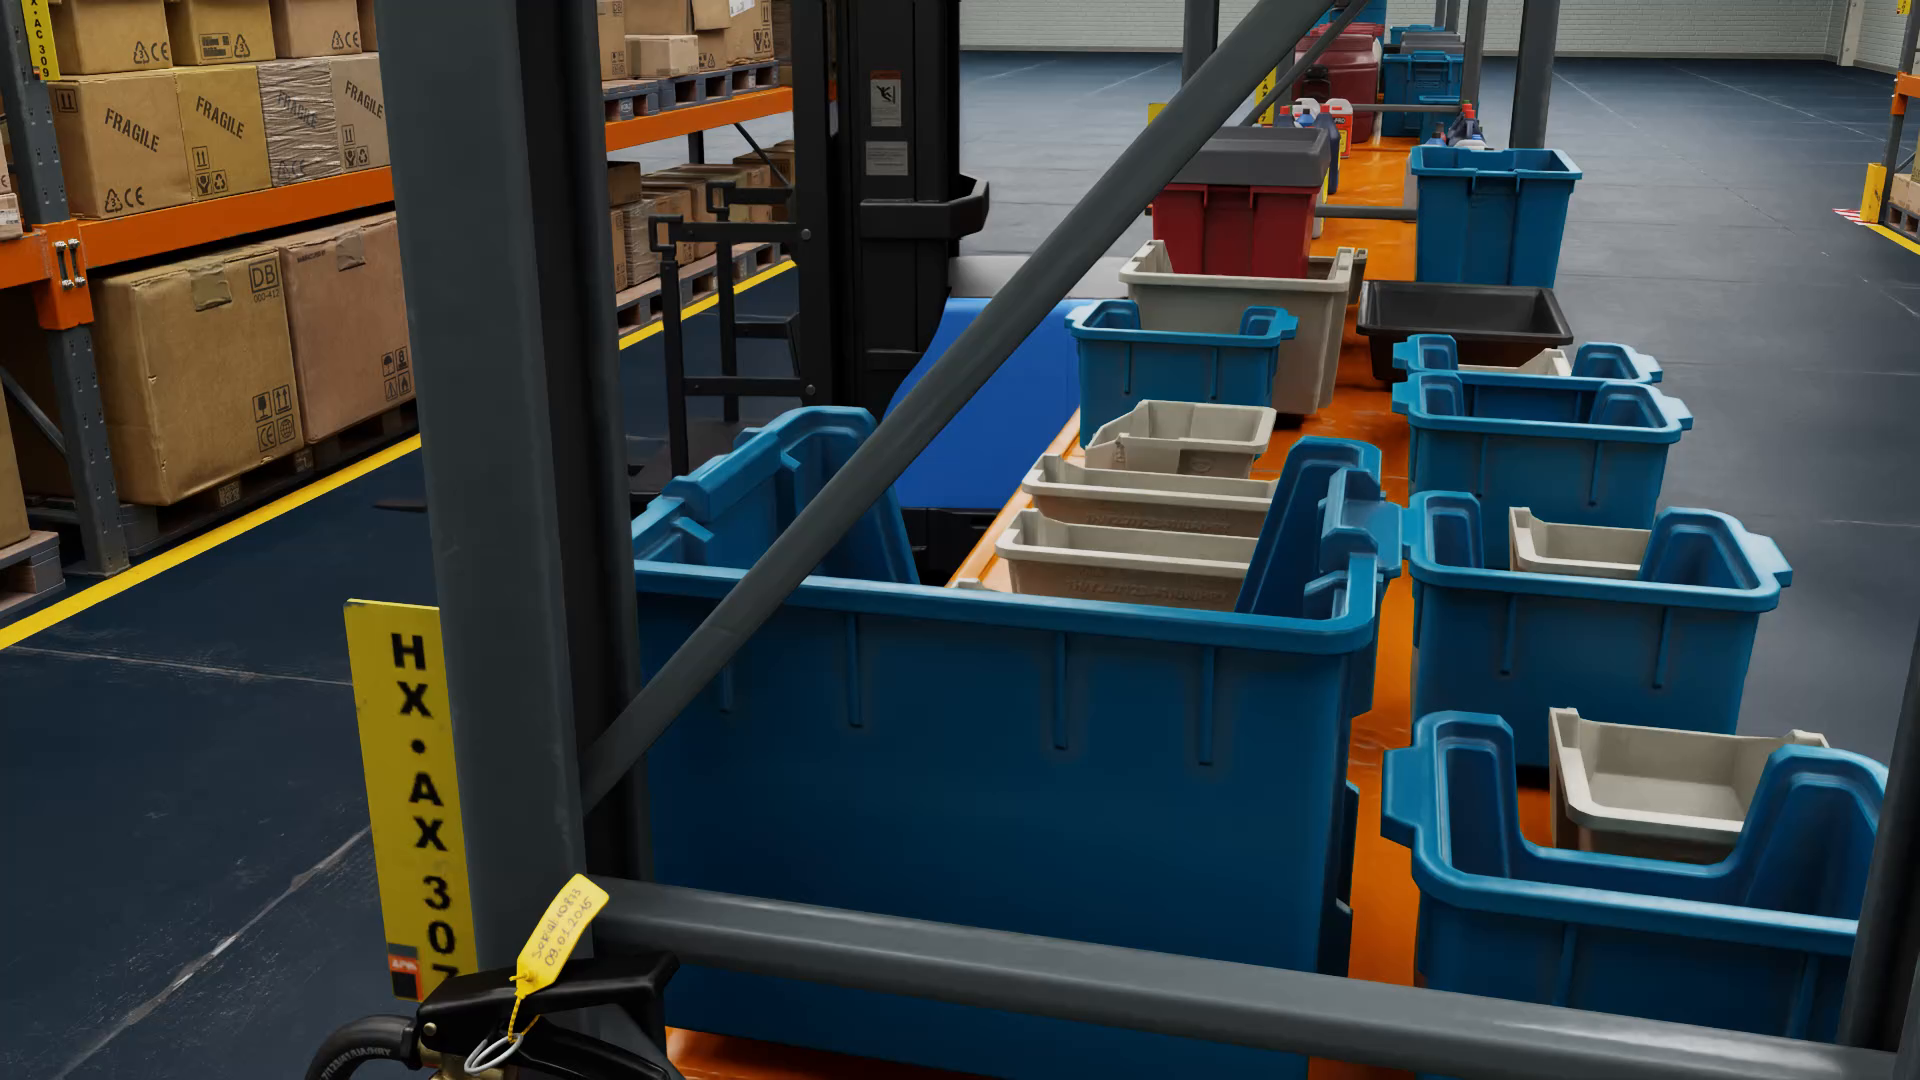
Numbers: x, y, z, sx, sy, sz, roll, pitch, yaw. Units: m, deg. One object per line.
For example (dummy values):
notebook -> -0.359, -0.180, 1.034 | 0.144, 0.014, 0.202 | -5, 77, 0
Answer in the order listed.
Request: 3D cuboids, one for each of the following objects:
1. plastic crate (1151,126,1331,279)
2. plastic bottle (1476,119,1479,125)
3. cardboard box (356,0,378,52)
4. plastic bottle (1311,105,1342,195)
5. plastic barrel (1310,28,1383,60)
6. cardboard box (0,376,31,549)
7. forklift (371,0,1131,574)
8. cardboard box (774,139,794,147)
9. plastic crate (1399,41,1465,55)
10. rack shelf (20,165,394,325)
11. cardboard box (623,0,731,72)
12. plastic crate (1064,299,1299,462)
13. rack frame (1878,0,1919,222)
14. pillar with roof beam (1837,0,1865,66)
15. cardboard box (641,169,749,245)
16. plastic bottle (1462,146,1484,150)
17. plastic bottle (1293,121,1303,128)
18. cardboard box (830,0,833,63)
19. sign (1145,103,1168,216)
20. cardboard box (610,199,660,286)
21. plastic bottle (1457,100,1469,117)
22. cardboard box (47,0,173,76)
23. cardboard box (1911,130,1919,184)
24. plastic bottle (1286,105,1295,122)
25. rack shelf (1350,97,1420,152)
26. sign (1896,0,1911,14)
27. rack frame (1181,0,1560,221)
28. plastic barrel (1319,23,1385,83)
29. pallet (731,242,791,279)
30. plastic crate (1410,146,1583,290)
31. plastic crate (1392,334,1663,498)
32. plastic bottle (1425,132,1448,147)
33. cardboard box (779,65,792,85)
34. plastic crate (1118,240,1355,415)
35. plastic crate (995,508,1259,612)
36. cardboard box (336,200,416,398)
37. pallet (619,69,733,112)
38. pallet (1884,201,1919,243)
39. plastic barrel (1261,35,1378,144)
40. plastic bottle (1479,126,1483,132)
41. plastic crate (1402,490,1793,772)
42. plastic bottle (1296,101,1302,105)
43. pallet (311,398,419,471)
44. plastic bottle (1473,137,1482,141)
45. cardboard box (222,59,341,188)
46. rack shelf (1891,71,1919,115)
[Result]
plastic crate -> 0.669, -0.737, 4.013 | 0.402, 0.464, 0.583 | 5, 19, 13
plastic bottle -> 2.143, -1.618, 6.965 | 0.061, 0.283, 0.133 | 5, 19, 13
cardboard box -> -3.051, -2.673, 8.167 | 0.797, 0.503, 0.637 | 5, 20, 15
plastic bottle -> 1.487, -1.604, 6.821 | 0.144, 0.351, 0.185 | 5, 19, 13
plastic barrel -> 2.354, -2.862, 10.216 | 0.433, 0.535, 0.433 | 0, 19, 0
cardboard box -> -3.911, -0.322, 5.628 | 0.875, 0.875, 0.875 | 5, 19, 13
forklift -> -0.732, -1.387, 6.215 | 3.031, 2.935, 1.130 | 1, 19, 3
cardboard box -> -1.373, -3.356, 15.090 | 0.500, 0.500, 0.500 | 3, 19, 9
plastic crate -> 2.799, -2.705, 9.867 | 0.402, 0.464, 0.583 | 5, 19, 13
rack shelf -> -3.184, -1.616, 7.891 | 1.077, 0.370, 4.000 | 5, 19, 13
cardboard box -> -2.052, -3.534, 11.584 | 0.797, 0.503, 0.637 | 7, 20, 19
plastic crate -> 0.406, -0.298, 3.085 | 0.416, 0.233, 0.300 | 5, 19, 13
rack frame -> 8.865, -4.307, 14.657 | 1.000, 3.000, 0.127 | 5, 19, 13
pillar with roof beam -> 17.492, -16.211, 40.228 | 9.100, 9.000, 0.400 | 5, 19, 13
cardboard box -> -2.024, -2.524, 12.622 | 0.700, 0.500, 0.500 | 5, 19, 13
plastic bottle -> 1.839, -1.285, 6.001 | 0.152, 0.276, 0.135 | 5, 19, 13
plastic bottle -> 1.350, -1.589, 6.890 | 0.152, 0.276, 0.135 | 5, 19, 13
cardboard box -> -1.392, -4.315, 14.066 | 0.875, 0.500, 0.500 | 5, 19, 13
sign -> 0.597, -1.113, 4.879 | 0.100, 0.325, 0.005 | 5, 19, 13
cardboard box -> -2.428, -1.995, 11.075 | 0.700, 0.500, 0.500 | 3, 19, 9
plastic bottle -> 2.423, -1.976, 8.014 | 0.061, 0.283, 0.133 | 5, 19, 13
cardboard box -> -3.524, -2.052, 6.349 | 0.797, 0.503, 0.637 | 4, 19, 12
cardboard box -> 8.398, -3.252, 14.013 | 0.500, 0.500, 0.500 | 5, 19, 13
plastic bottle -> 1.499, -1.843, 7.625 | 0.061, 0.283, 0.133 | 5, 19, 13
rack shelf -> 2.596, -2.479, 10.417 | 1.077, 0.370, 4.000 | 5, 19, 13
sign -> 8.328, -4.800, 14.639 | 0.100, 0.325, 0.005 | 5, 19, 13
rack frame -> 1.130, -0.938, 4.794 | 1.000, 3.000, 0.127 | 5, 19, 13
plastic barrel -> 2.639, -3.228, 11.286 | 0.433, 0.535, 0.433 | 0, 19, 0
pallet -> -1.907, -2.273, 13.017 | 1.003, 0.211, 1.213 | 5, 19, 13
plastic crate -> 1.347, -0.786, 4.280 | 0.392, 0.384, 0.575 | 5, 19, 13
plastic crate -> 0.928, -0.192, 2.775 | 0.416, 0.233, 0.300 | 5, 19, 13
plastic bottle -> 1.858, -1.462, 6.526 | 0.097, 0.271, 0.097 | 0, 19, 0
cardboard box -> -1.374, -3.762, 13.449 | 0.380, 0.149, 0.250 | 5, 19, 13
plastic crate -> 0.579, -0.447, 3.445 | 0.437, 0.282, 0.530 | 5, 19, 13
plastic crate -> 0.262, 0.052, 2.210 | 0.396, 0.136, 0.243 | 5, 19, 13
cardboard box -> -3.109, -1.283, 8.441 | 1.225, 0.875, 0.875 | 5, 19, 14
pallet -> -2.251, -3.116, 11.467 | 1.003, 0.211, 1.213 | 5, 19, 13
pallet -> 8.718, -2.745, 14.397 | 1.003, 0.211, 1.213 | 5, 19, 13
plastic barrel -> 1.927, -2.426, 8.939 | 0.600, 0.536, 0.708 | 5, 19, 13
plastic bottle -> 2.066, -1.519, 6.673 | 0.061, 0.283, 0.133 | 5, 19, 13
plastic crate -> 0.694, 0.108, 1.896 | 0.416, 0.233, 0.300 | 5, 19, 13
plastic bottle -> 1.634, -1.987, 8.063 | 0.097, 0.271, 0.097 | 0, 19, 0
pallet -> -3.261, -0.641, 8.239 | 1.003, 0.211, 1.213 | 5, 19, 13
plastic bottle -> 1.951, -1.390, 6.314 | 0.097, 0.271, 0.097 | 0, 19, 0
cardboard box -> -3.073, -1.816, 7.208 | 0.500, 0.500, 0.500 | 4, 19, 12
rack shelf -> 8.376, -3.340, 12.938 | 1.077, 0.370, 4.000 | 5, 19, 13
